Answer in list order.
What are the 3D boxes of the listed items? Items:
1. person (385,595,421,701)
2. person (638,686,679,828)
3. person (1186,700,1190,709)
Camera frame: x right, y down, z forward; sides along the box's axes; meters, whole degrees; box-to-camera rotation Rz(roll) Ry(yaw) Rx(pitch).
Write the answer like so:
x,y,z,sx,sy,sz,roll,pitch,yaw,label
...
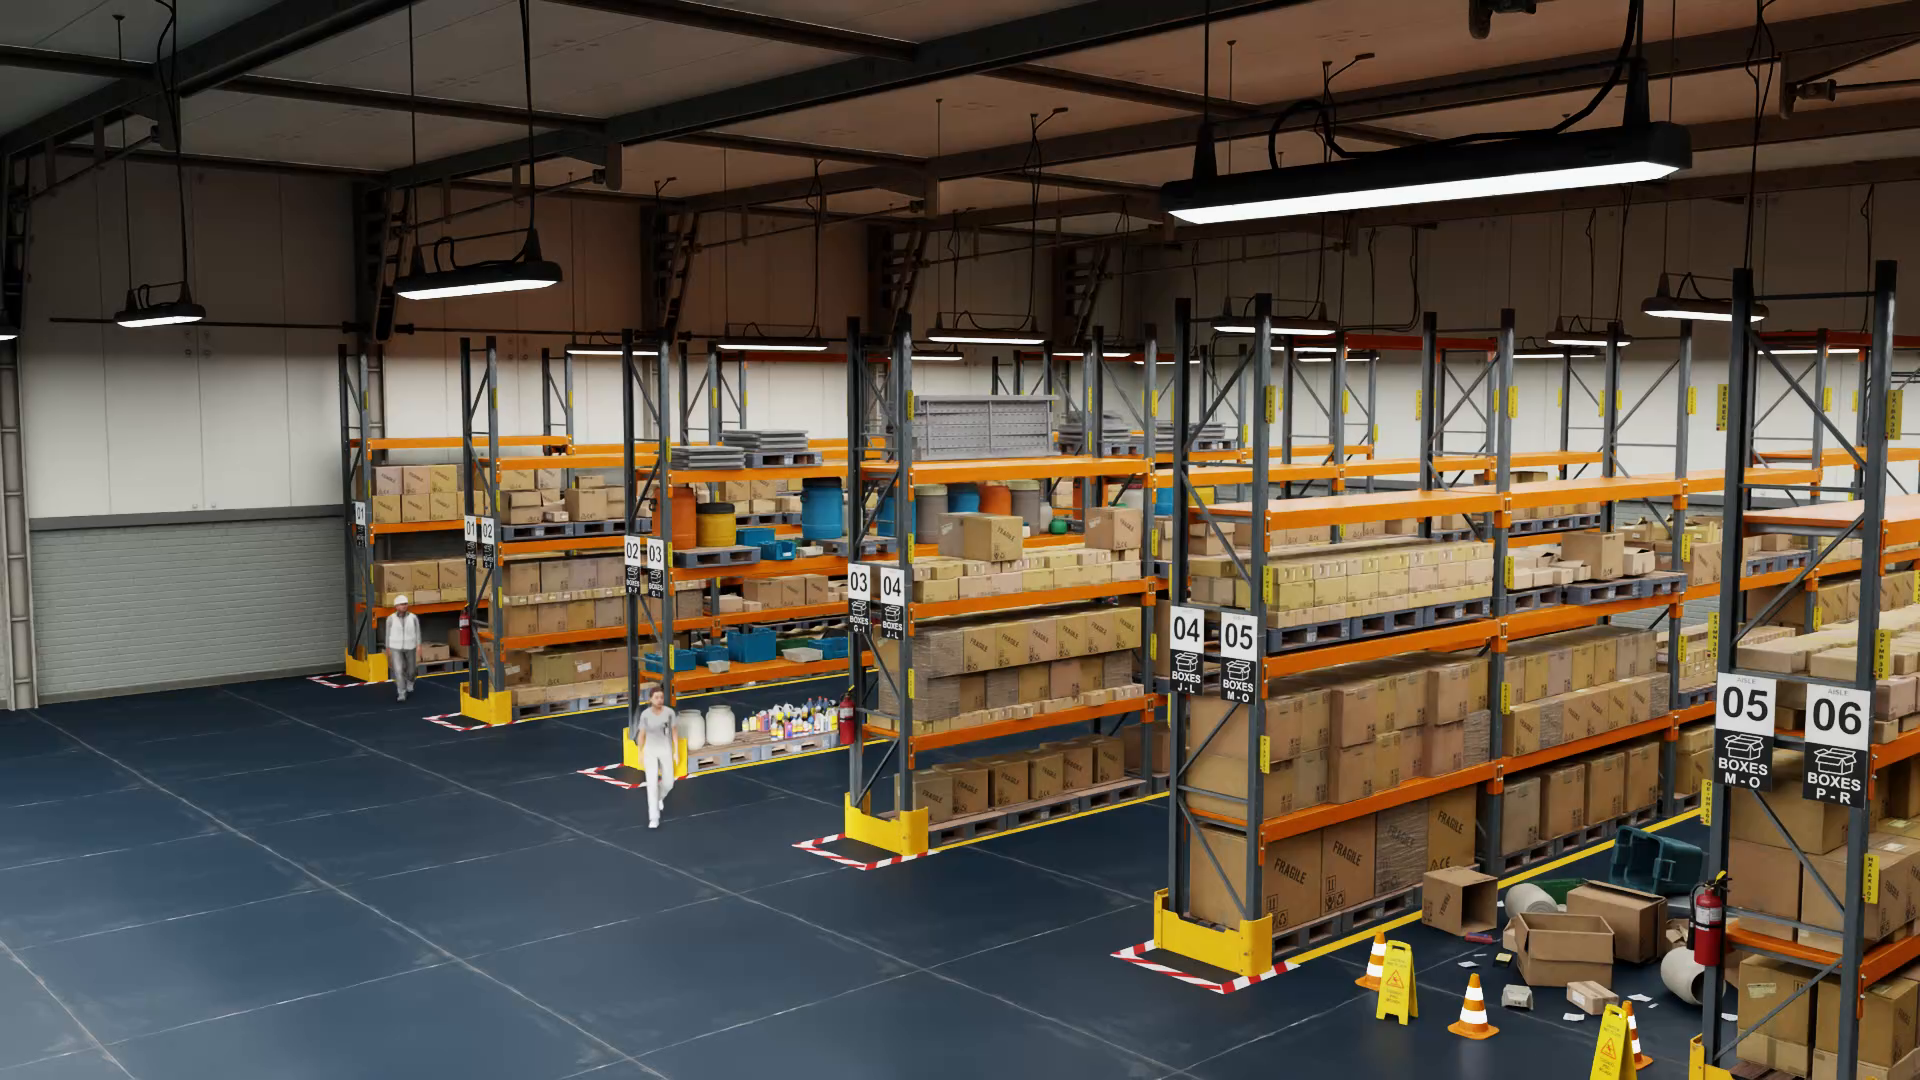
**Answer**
x,y,z,sx,sy,sz,roll,pitch,yaw,label
-9.349,1.793,27.925,0.574,1.744,0.944,-2,5,-17,person
-3.622,2.557,19.949,0.479,1.635,0.922,-2,5,-18,person
3.465,1.871,26.322,0.630,1.633,0.724,-3,6,-31,person
